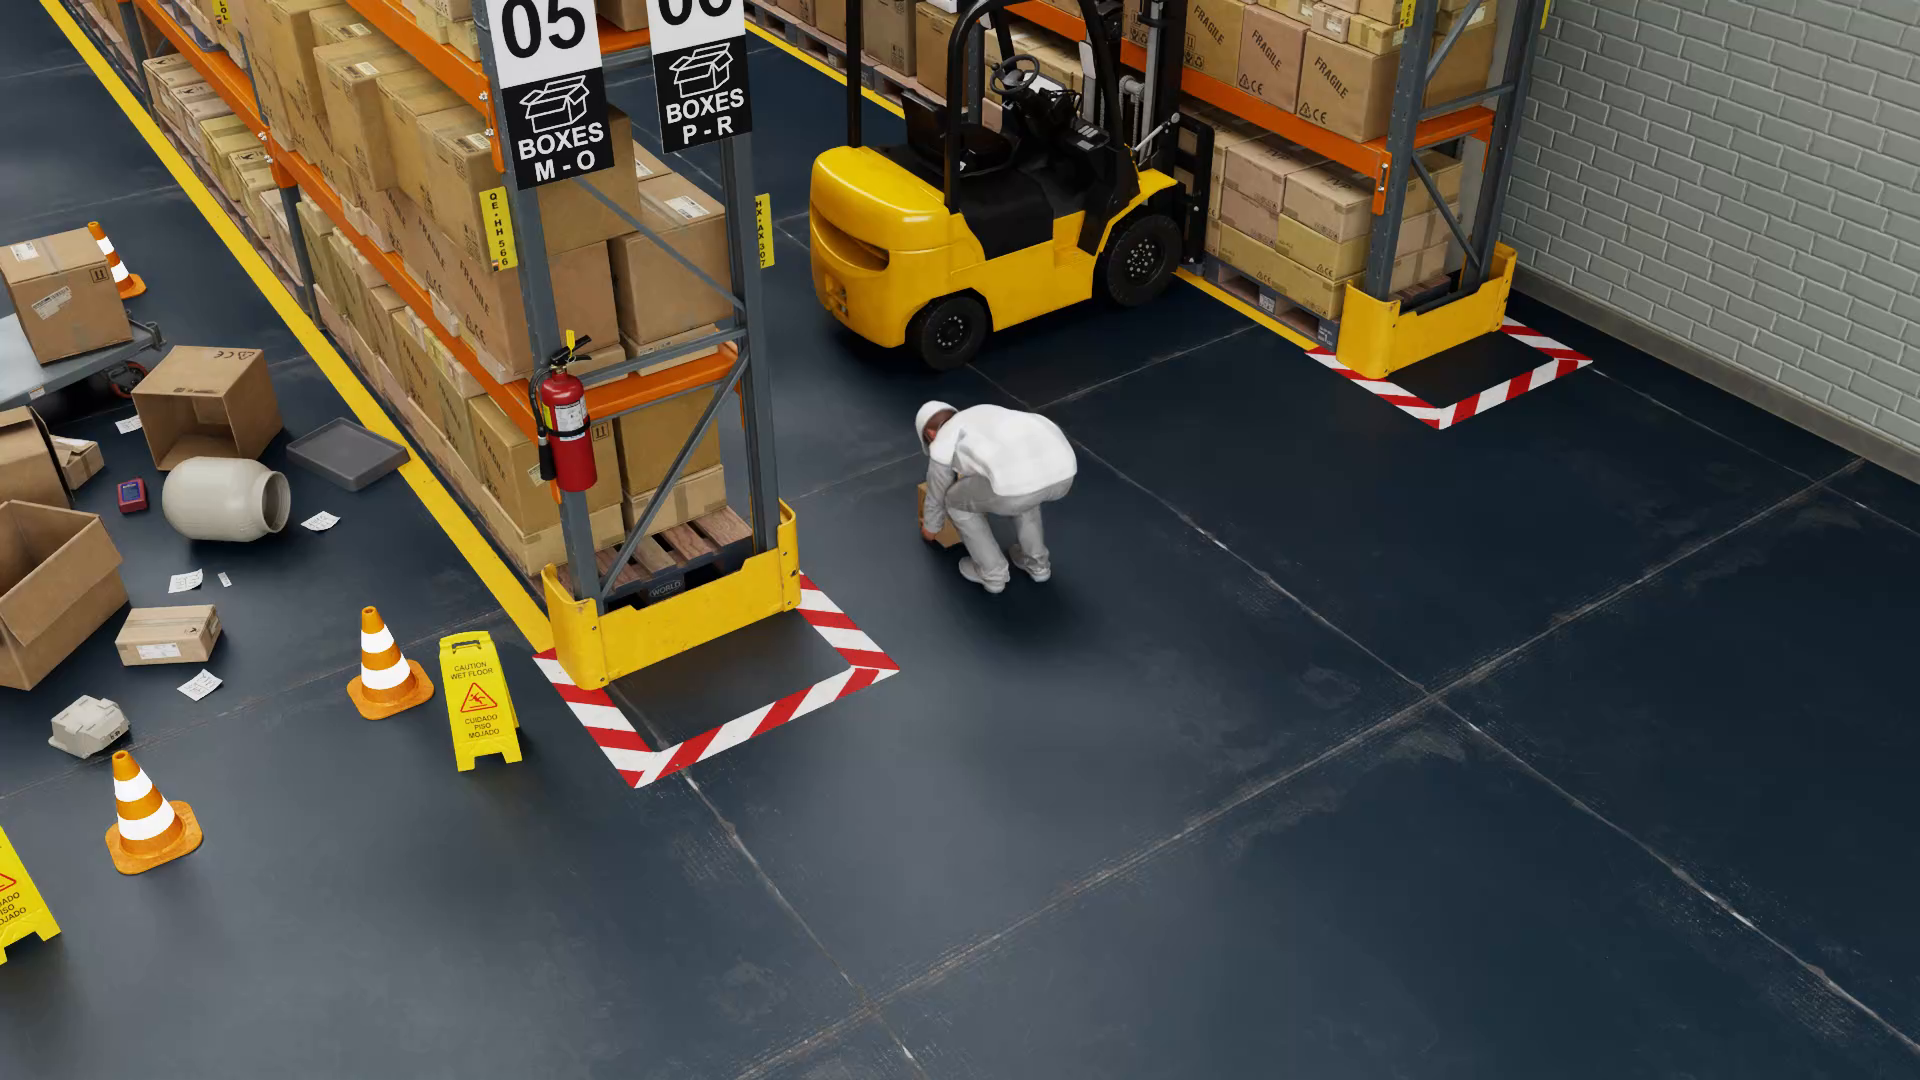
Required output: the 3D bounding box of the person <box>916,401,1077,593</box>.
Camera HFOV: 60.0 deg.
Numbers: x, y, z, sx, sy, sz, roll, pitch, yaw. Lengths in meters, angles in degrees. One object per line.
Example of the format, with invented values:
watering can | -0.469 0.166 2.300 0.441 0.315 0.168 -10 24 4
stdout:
person | 0.126 -0.277 8.085 0.504 0.923 0.998 -25 43 -30
